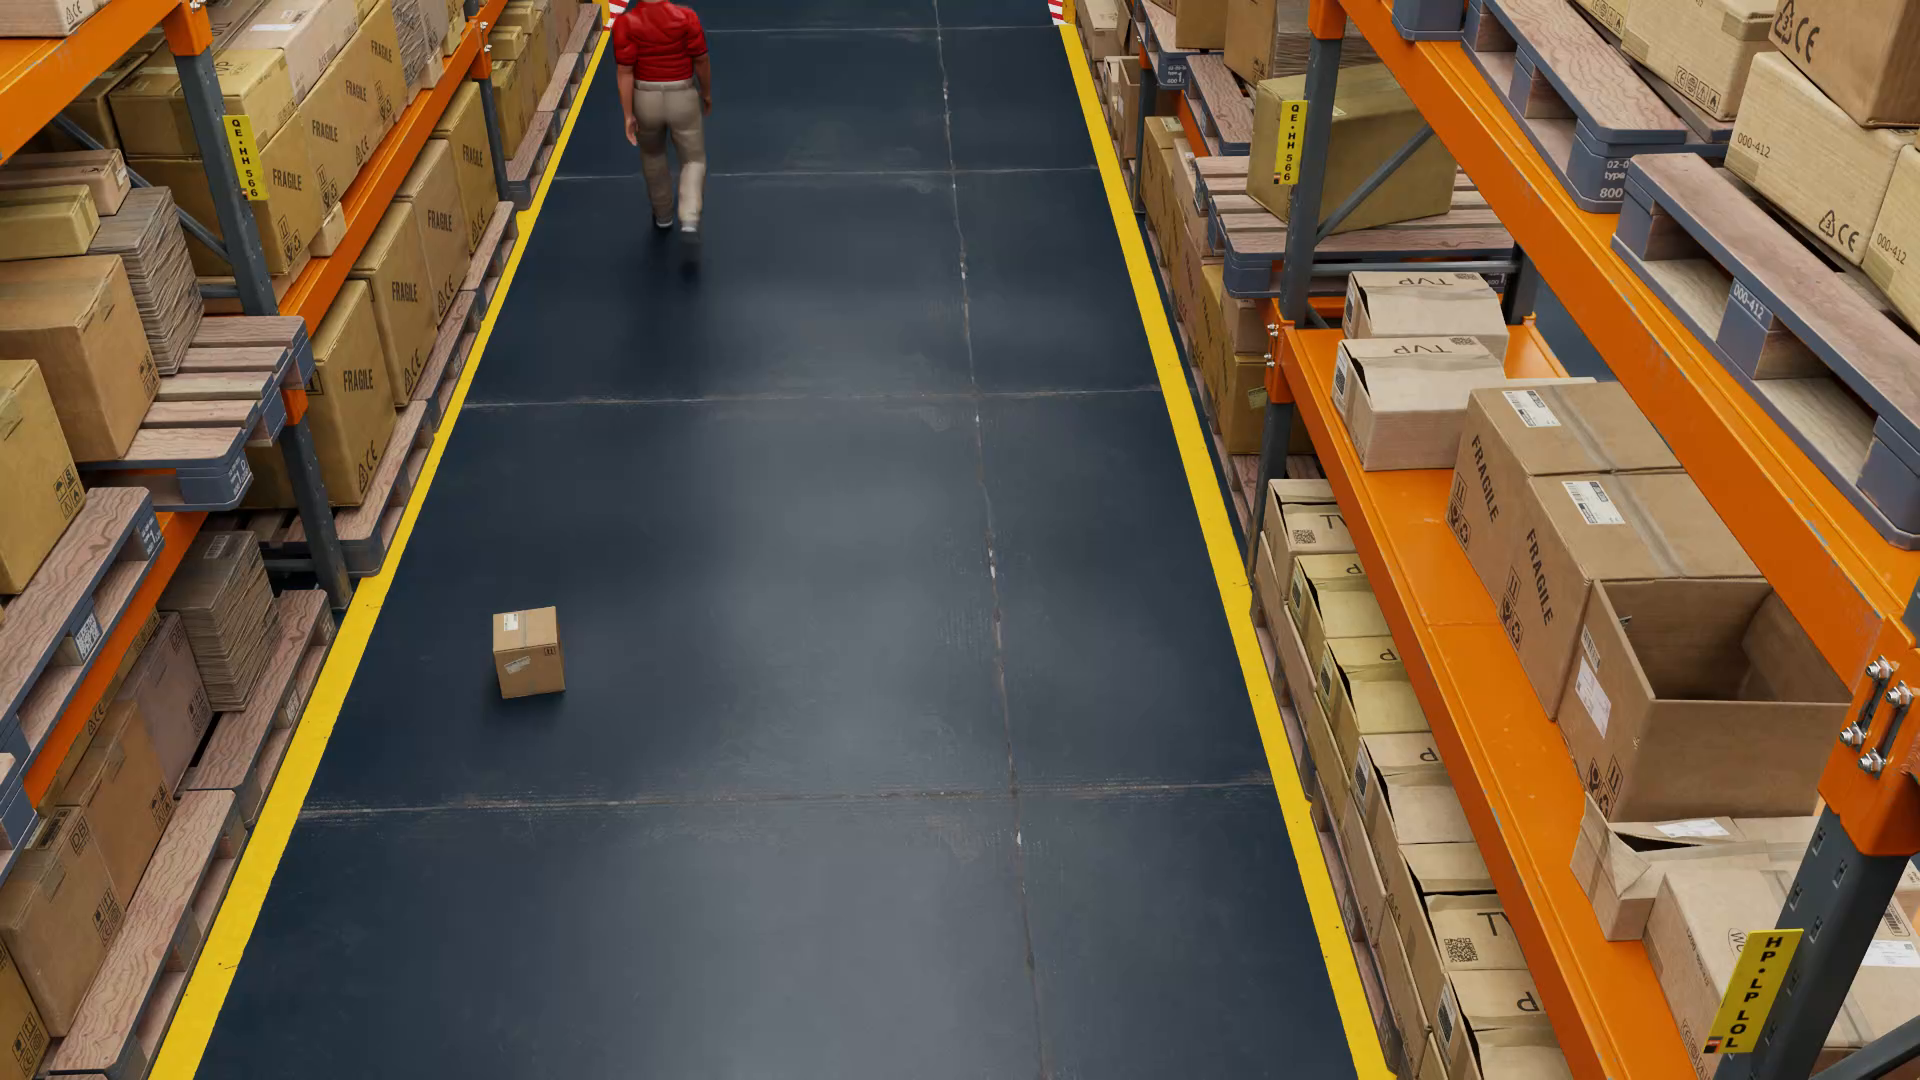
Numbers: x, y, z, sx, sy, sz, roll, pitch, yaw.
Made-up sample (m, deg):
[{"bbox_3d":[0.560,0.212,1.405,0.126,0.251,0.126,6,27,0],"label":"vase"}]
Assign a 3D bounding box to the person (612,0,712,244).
[{"bbox_3d":[-1.727,-2.570,9.818,0.541,1.686,0.929,-4,35,-6],"label":"person"}]
